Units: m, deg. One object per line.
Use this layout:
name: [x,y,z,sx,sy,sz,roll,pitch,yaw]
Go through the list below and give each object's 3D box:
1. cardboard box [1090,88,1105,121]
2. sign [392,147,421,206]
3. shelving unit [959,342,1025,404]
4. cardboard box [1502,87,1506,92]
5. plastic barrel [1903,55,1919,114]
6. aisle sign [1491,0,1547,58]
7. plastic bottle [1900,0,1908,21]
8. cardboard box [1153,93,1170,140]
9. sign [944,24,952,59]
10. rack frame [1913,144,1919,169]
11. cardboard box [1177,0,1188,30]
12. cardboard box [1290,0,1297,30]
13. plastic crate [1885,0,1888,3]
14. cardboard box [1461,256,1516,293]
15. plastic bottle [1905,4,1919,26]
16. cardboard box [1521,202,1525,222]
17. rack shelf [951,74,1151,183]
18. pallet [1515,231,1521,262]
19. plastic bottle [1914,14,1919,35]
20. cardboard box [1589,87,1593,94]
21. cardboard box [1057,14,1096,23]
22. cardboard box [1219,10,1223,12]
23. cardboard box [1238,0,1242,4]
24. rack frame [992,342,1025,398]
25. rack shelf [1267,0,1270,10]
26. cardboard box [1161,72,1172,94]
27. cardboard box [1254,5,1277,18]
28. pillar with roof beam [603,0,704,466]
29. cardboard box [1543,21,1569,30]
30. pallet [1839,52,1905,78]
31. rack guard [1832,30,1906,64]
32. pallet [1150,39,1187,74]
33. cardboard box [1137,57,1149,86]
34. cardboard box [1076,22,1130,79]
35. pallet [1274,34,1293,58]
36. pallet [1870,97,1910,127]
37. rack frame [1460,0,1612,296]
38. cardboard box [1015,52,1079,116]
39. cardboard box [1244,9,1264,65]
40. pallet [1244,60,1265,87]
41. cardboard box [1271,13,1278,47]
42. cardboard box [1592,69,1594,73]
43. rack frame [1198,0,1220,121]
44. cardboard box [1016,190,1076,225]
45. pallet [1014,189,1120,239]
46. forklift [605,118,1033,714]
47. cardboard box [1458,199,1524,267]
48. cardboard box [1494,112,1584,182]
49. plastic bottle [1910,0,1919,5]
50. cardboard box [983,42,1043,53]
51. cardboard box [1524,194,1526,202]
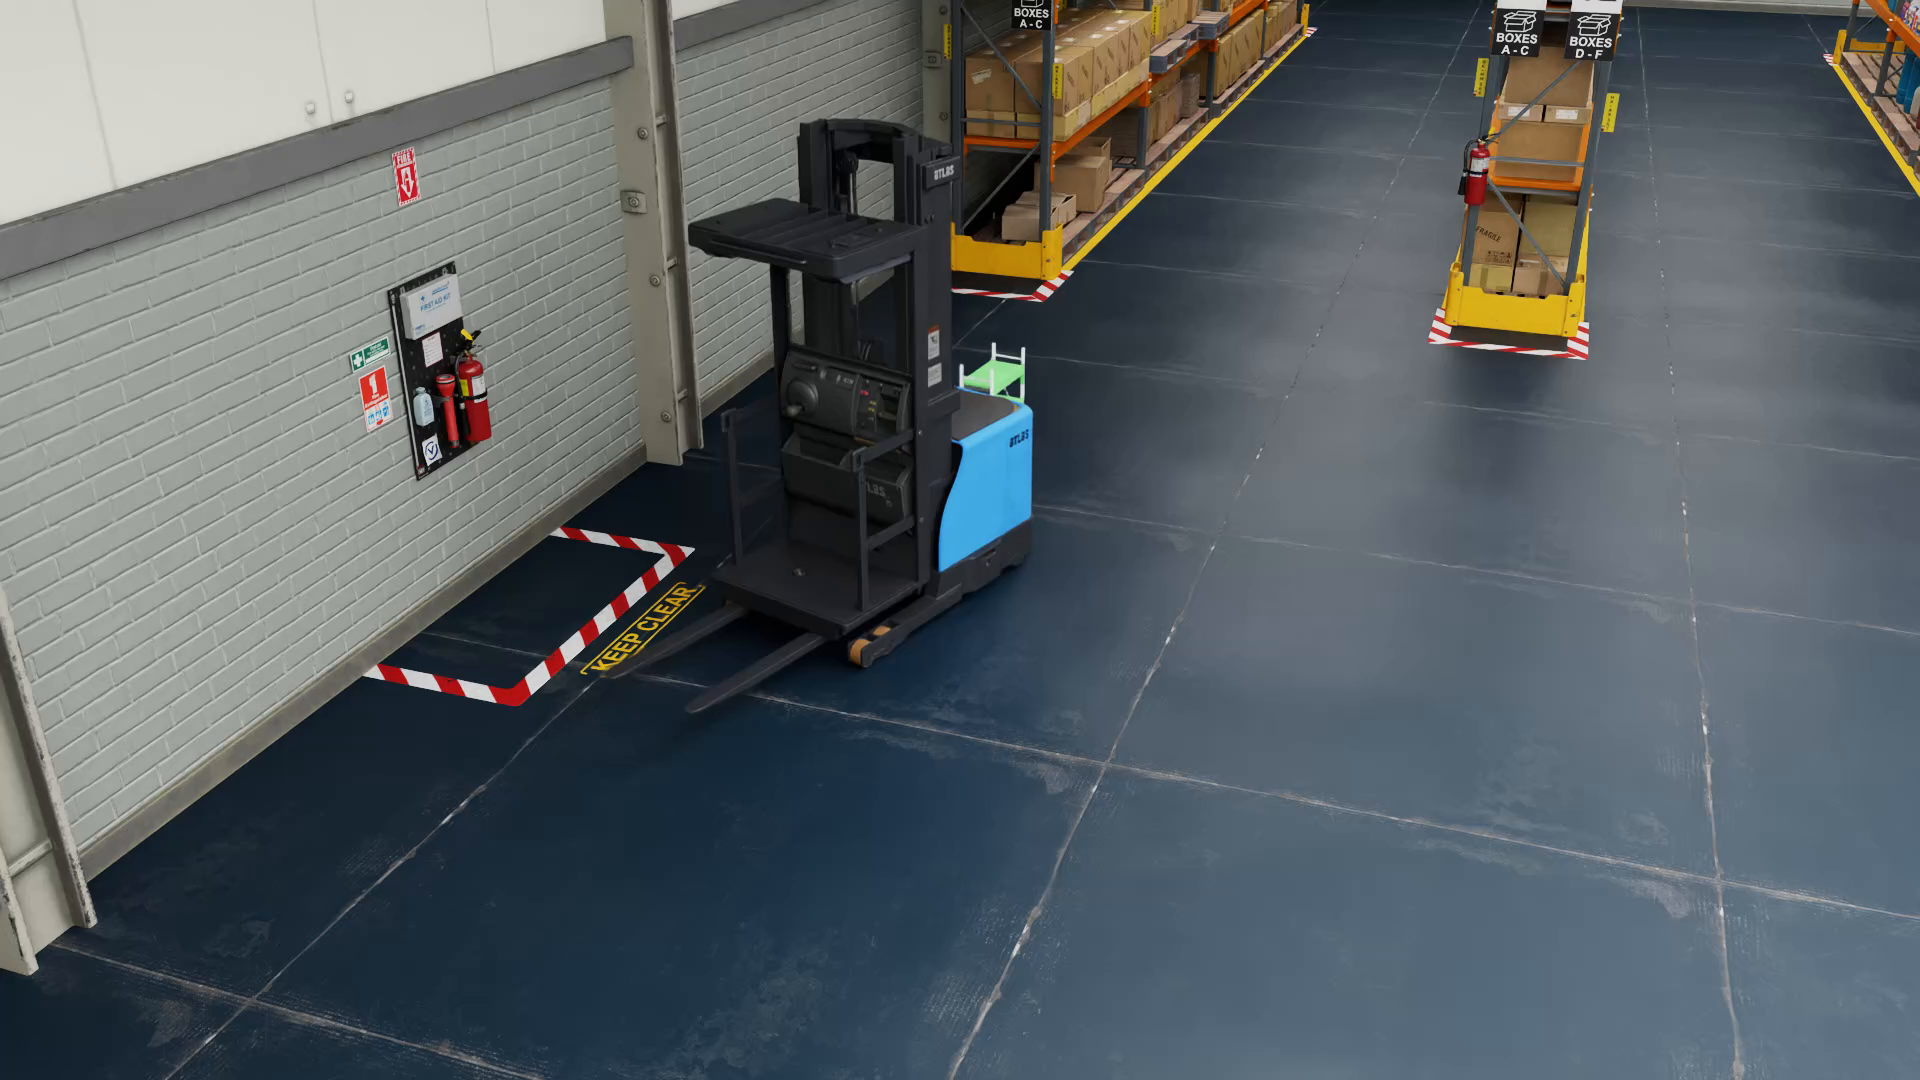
cardboard box: [1.207,-4.579,17.415,0.500,0.250,0.500,8,27,17]
sign: [-3.124,-2.051,9.384,0.001,0.298,0.199,9,27,17]
shelving unit: [0.217,-0.679,11.275,0.258,1.200,0.503,12,28,24]
cardboard box: [5.201,-4.077,15.369,0.380,0.149,0.250,8,27,17]
plastic barrel: [13.313,-6.286,22.718,0.600,0.901,0.708,9,27,17]
aisle sign: [4.784,-4.528,14.177,0.394,0.787,0.004,9,27,17]
plastic bottle: [13.222,-7.413,23.251,0.061,0.283,0.133,9,27,17]
cardboard box: [2.303,-5.504,21.540,0.700,0.500,0.500,9,27,18]
sign: [-0.106,-4.811,16.054,0.100,0.325,0.005,9,27,17]
rack frame: [12.415,-5.910,20.014,1.000,3.000,0.127,9,27,17]
cardboard box: [2.532,-6.880,21.398,0.700,0.500,0.500,9,27,17]
cardboard box: [5.596,-9.396,29.601,0.700,0.500,0.500,9,27,17]
plastic crate: [13.865,-7.956,24.487,0.437,0.125,0.590,9,27,17]
cardboard box: [4.983,-2.557,15.762,0.500,0.250,0.500,9,27,17]
plastic bottle: [13.111,-7.213,22.847,0.152,0.276,0.135,9,27,17]
cardboard box: [5.803,-3.586,17.888,0.500,0.250,0.500,9,27,17]
rack shelf: [1.076,-4.557,18.046,1.077,0.370,4.000,9,27,17]
pallet: [5.706,-2.907,17.012,1.003,0.211,1.213,9,27,17]
plastic bottle: [12.848,-6.887,22.175,0.152,0.276,0.135,9,27,17]
cardboard box: [5.672,-4.124,15.466,0.380,0.149,0.250,8,27,17]
cardboard box: [1.213,-5.607,18.677,0.500,0.500,0.500,9,27,17]
cardboard box: [3.493,-7.447,23.453,0.380,0.149,0.250,9,27,18]
cardboard box: [3.995,-8.083,24.768,0.380,0.149,0.250,10,27,19]
rack frame: [0.327,-0.774,11.472,0.240,1.200,0.015,12,28,24]
rack shelf: [5.069,-9.489,28.231,1.077,0.370,4.000,9,27,17]
cardboard box: [2.467,-6.017,21.737,0.500,0.250,0.500,9,27,17]
cardboard box: [5.035,-8.753,27.529,0.380,0.149,0.250,10,27,19]
pillar with roof beam: [1.891,-4.082,9.356,9.100,9.000,0.400,9,27,17]
cardboard box: [5.605,-4.607,15.720,0.700,0.500,0.500,9,27,18]
pallet: [14.766,-7.609,26.724,1.003,0.211,1.213,9,27,17]
rack guard: [15.073,-8.084,27.373,1.175,0.500,0.348,9,27,17]
pallet: [2.133,-5.910,20.234,1.003,0.211,1.213,9,27,17]
cardboard box: [1.870,-5.406,19.122,0.500,0.250,0.500,9,27,18]
cardboard box: [1.538,-5.332,18.108,0.500,0.500,0.500,8,27,16]
pallet: [5.135,-8.540,28.645,1.003,0.211,1.213,9,27,17]
pallet: [13.450,-5.988,23.375,1.003,0.211,1.213,9,27,17]
rack frame: [5.083,-3.342,14.711,1.000,3.000,0.127,9,27,17]
cardboard box: [0.853,-4.491,16.372,0.500,0.500,0.500,9,27,18]
cardboard box: [4.310,-7.926,26.163,0.750,0.750,0.750,9,27,18]
pallet: [4.218,-7.407,26.307,1.003,0.211,1.213,9,27,17]
cardboard box: [4.920,-8.553,27.859,0.700,0.500,0.500,8,27,17]
cardboard box: [6.016,-4.549,16.344,0.380,0.149,0.250,10,27,19]
rack frame: [3.073,-7.347,22.982,1.000,3.000,0.127,9,27,17]
cardboard box: [0.915,-3.553,17.726,0.500,0.311,0.500,11,28,22]
pallet: [1.147,-3.664,18.575,1.003,0.211,1.213,9,27,17]
forklift: [-0.799,-0.815,9.570,1.130,2.935,3.031,18,31,32]
cardboard box: [4.981,-2.895,15.600,0.500,0.500,0.500,9,27,17]
cardboard box: [5.251,-3.577,15.082,0.700,0.500,0.500,9,27,17]
plastic bottle: [13.310,-7.417,23.184,0.144,0.351,0.185,9,27,17]
cardboard box: [0.544,-4.768,16.945,0.500,0.500,0.500,9,27,18]
cardboard box: [5.806,-3.923,17.724,0.500,0.500,0.500,9,27,17]
